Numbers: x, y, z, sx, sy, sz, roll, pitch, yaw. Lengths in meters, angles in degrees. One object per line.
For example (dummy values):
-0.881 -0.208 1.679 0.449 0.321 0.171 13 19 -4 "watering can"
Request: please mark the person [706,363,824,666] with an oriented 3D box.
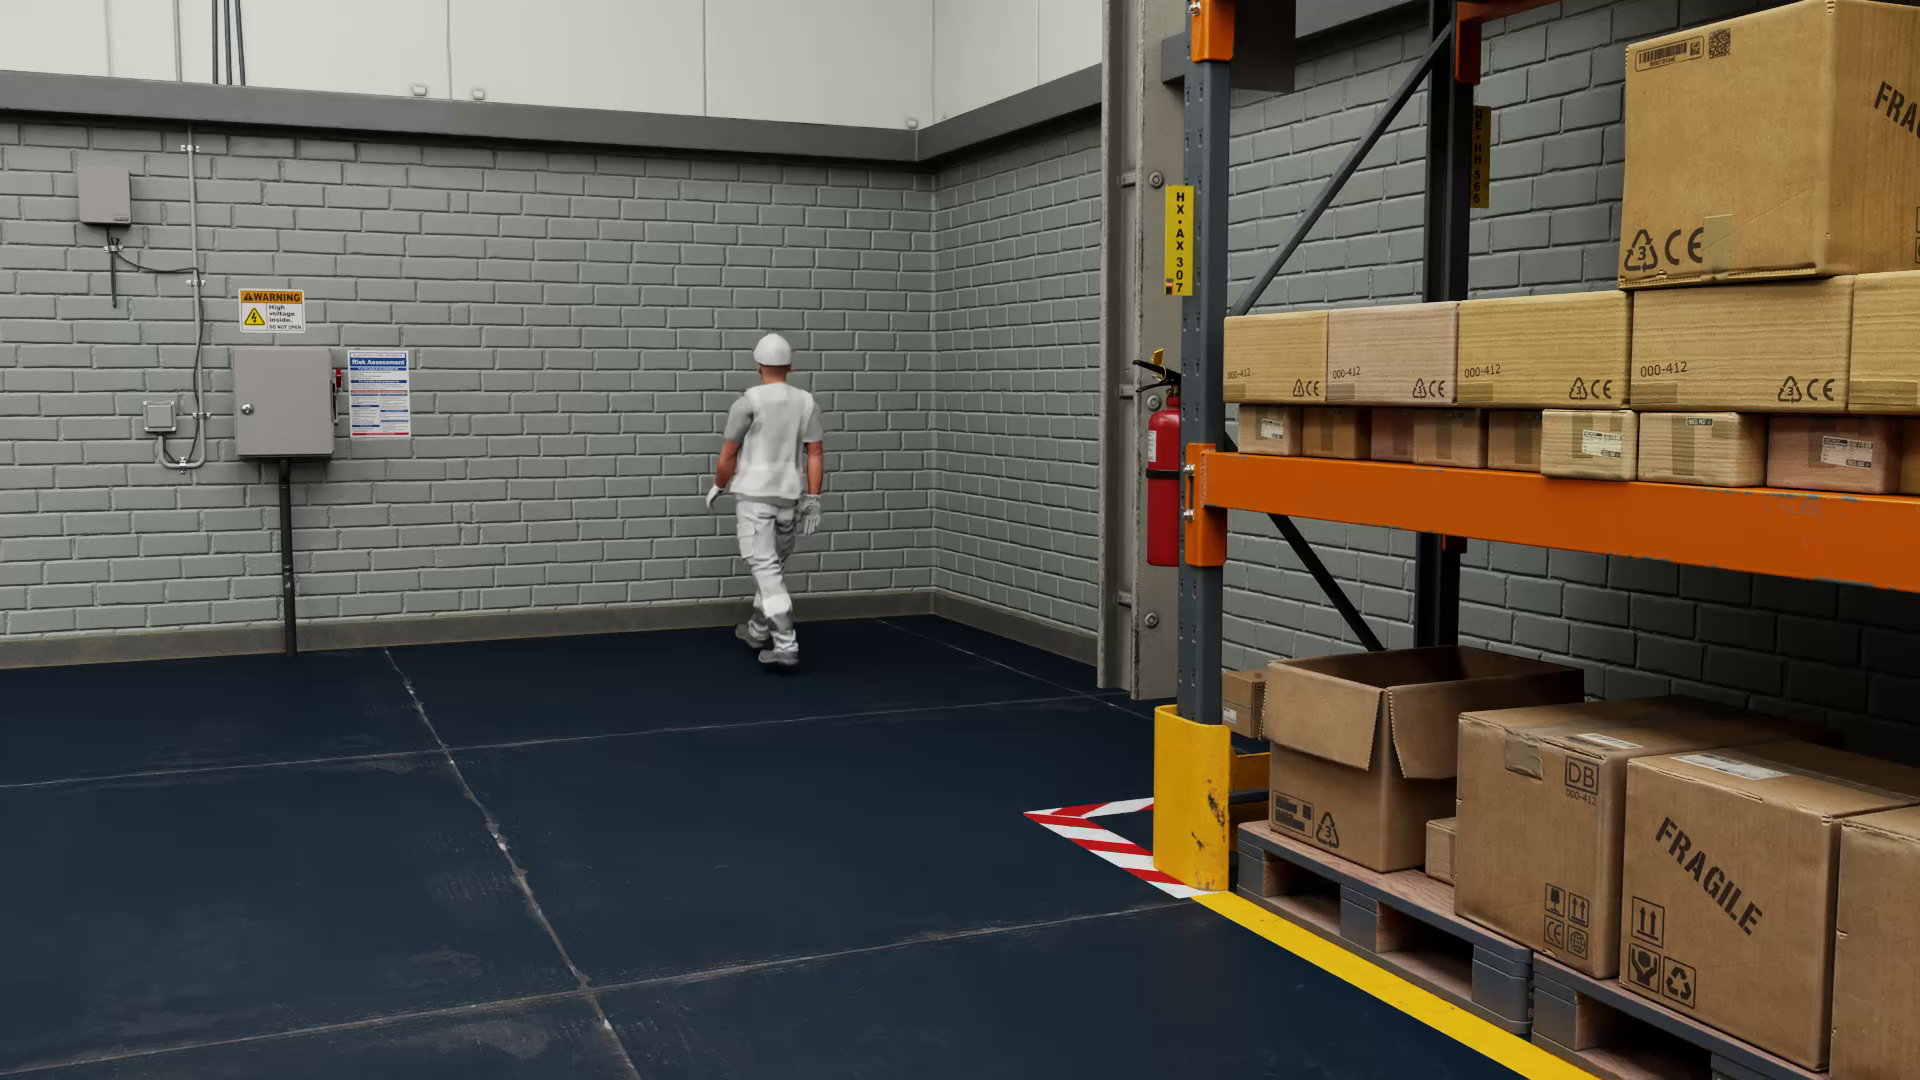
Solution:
-1.095 -0.211 8.972 0.527 1.693 0.952 -4 7 -37 "person"
